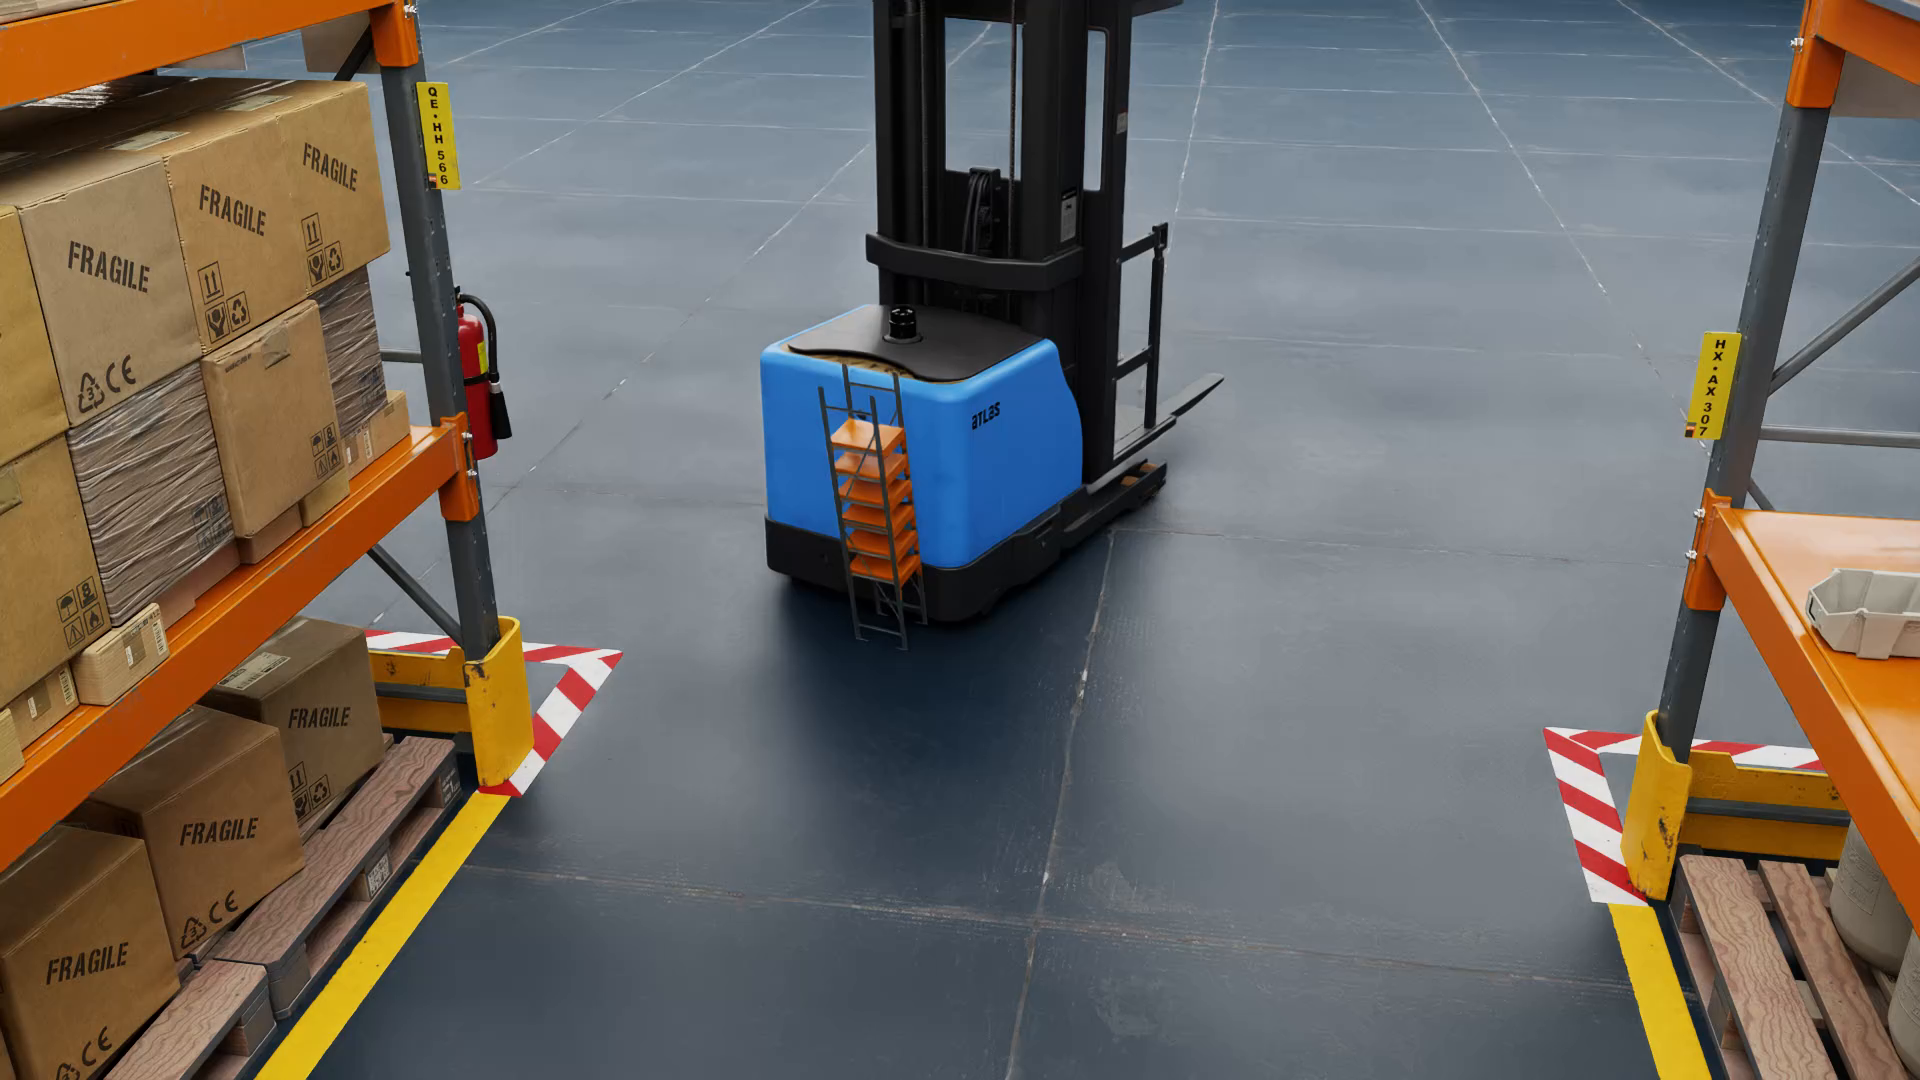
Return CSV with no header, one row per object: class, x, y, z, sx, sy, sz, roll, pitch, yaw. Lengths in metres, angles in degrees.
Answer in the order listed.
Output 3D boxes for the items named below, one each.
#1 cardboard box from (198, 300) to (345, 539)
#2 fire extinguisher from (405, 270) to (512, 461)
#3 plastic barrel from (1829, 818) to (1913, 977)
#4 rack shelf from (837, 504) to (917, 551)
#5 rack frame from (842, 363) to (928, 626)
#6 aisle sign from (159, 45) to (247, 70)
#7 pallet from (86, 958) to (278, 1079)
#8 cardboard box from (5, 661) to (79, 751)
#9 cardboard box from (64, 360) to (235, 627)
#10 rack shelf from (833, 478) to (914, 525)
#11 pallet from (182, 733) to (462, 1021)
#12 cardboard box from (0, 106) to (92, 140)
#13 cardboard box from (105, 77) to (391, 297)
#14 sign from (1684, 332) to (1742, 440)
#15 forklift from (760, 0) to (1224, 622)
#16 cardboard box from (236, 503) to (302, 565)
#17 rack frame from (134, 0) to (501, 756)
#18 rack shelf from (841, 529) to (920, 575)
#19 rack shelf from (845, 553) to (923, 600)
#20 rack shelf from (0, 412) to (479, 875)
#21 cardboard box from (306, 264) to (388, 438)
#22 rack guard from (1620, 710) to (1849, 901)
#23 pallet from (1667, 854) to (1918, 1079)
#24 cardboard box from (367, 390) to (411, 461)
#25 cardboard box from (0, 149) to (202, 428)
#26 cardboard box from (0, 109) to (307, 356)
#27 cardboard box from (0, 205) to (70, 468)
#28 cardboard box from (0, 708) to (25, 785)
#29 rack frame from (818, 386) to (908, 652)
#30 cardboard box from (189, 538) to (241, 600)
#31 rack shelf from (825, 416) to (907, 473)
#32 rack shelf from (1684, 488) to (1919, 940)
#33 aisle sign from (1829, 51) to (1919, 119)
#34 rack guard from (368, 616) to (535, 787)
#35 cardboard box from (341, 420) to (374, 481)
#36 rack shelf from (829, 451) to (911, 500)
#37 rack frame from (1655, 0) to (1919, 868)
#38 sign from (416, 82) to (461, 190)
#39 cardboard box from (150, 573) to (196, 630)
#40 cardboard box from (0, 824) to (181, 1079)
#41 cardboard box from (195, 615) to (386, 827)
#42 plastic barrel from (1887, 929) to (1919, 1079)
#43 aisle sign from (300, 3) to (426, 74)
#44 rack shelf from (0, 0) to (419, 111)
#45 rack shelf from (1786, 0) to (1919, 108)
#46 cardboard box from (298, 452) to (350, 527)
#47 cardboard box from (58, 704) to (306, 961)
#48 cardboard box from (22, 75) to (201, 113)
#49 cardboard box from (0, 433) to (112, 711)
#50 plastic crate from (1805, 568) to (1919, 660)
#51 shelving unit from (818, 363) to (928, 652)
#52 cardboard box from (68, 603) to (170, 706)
cardboard box,-2.234,-0.360,4.512,0.875,0.500,0.500,4,25,9
fire extinguisher,-1.680,-0.606,5.598,0.296,0.674,0.183,4,25,9
plastic barrel,2.701,0.935,4.654,0.421,0.512,0.421,0,25,0
rack shelf,-0.327,-0.072,6.573,0.258,0.103,0.180,12,39,24
rack frame,-0.291,-0.158,6.613,0.240,1.200,0.006,12,39,24
aisle sign,-2.439,-1.850,5.097,0.394,0.787,0.004,4,25,9
pallet,-2.535,1.515,4.264,1.003,0.211,1.213,4,25,9
cardboard box,-2.247,0.356,3.747,0.380,0.149,0.250,4,25,9
cardboard box,-2.358,-0.154,4.071,0.875,0.500,0.500,4,25,9
rack shelf,-0.337,-0.170,6.504,0.258,0.103,0.180,12,39,24
pallet,-2.333,1.007,5.350,1.003,0.211,1.213,4,25,9
cardboard box,-2.601,-0.838,4.355,0.500,0.500,0.500,4,25,9
cardboard box,-1.999,-1.011,4.724,0.500,0.500,0.500,4,25,9
sign,2.191,-0.448,4.841,0.100,0.325,0.005,4,25,9
forklift,0.363,-1.568,7.643,1.130,2.935,3.031,15,29,29
cardboard box,-2.084,-0.062,4.641,0.380,0.149,0.250,4,25,9
rack frame,-2.153,-0.625,5.548,1.000,3.000,0.127,4,25,9
rack shelf,-0.317,0.026,6.641,0.258,0.103,0.180,12,39,24
rack shelf,-0.307,0.124,6.710,0.258,0.103,0.180,12,39,24
rack shelf,-2.480,0.537,3.913,1.077,0.370,4.000,4,25,9
cardboard box,-2.270,-0.577,4.976,0.875,0.500,0.500,4,25,9
rack guard,2.767,0.885,5.270,1.175,0.500,0.348,4,25,9
pallet,2.629,1.355,4.606,1.003,0.211,1.213,4,25,9
cardboard box,-1.996,-0.378,5.316,0.380,0.149,0.250,4,25,9
cardboard box,-2.160,-0.593,3.830,0.500,0.500,0.500,4,25,9
cardboard box,-2.075,-0.802,4.276,0.500,0.500,0.500,4,25,9
cardboard box,-2.250,-0.384,3.384,0.500,0.500,0.500,4,25,9
cardboard box,-2.243,0.464,3.517,0.380,0.149,0.250,4,25,9
rack frame,-0.370,-0.058,6.482,0.240,1.200,0.006,12,39,24
cardboard box,-2.166,0.040,4.423,0.380,0.149,0.250,4,25,9
rack shelf,-0.357,-0.366,6.367,0.258,0.103,0.180,12,39,24
rack shelf,2.406,0.880,3.180,1.077,0.370,4.000,4,25,9
aisle sign,2.456,-1.510,4.371,0.394,0.787,0.004,4,25,9
rack guard,-2.166,0.538,6.010,1.175,0.500,0.348,4,25,9
cardboard box,-2.038,-0.274,5.093,0.380,0.149,0.250,4,25,9
rack shelf,-0.347,-0.268,6.436,0.258,0.103,0.180,12,39,24
rack frame,2.733,-0.282,4.815,1.000,3.000,0.127,4,25,9
sign,-1.609,-1.246,5.135,0.100,0.325,0.005,4,25,9
cardboard box,-2.184,0.146,4.197,0.380,0.149,0.250,4,25,9
cardboard box,-2.457,1.089,4.338,0.500,0.500,0.500,6,26,13
cardboard box,-2.272,0.577,5.433,0.500,0.500,0.500,9,27,18
plastic barrel,2.619,1.144,4.206,0.421,0.512,0.421,0,25,0
aisle sign,-1.847,-1.808,5.008,0.394,0.787,0.004,4,25,9
rack shelf,-2.480,-0.822,3.277,1.077,0.370,4.000,4,25,9
rack shelf,2.406,-0.479,2.544,1.077,0.370,4.000,4,25,9
cardboard box,-2.028,-0.165,4.862,0.380,0.149,0.250,4,25,9
cardboard box,-2.336,0.829,4.894,0.500,0.500,0.500,11,27,22
cardboard box,-2.512,-1.047,4.801,0.500,0.500,0.500,4,25,9
cardboard box,-2.451,0.055,3.626,0.875,0.500,0.500,4,25,9
plastic crate,2.269,0.189,4.119,0.298,0.136,0.250,4,25,9
shelving unit,-0.331,-0.108,6.548,0.258,1.200,0.189,12,39,24
cardboard box,-2.138,0.256,3.960,0.380,0.149,0.250,4,25,9
